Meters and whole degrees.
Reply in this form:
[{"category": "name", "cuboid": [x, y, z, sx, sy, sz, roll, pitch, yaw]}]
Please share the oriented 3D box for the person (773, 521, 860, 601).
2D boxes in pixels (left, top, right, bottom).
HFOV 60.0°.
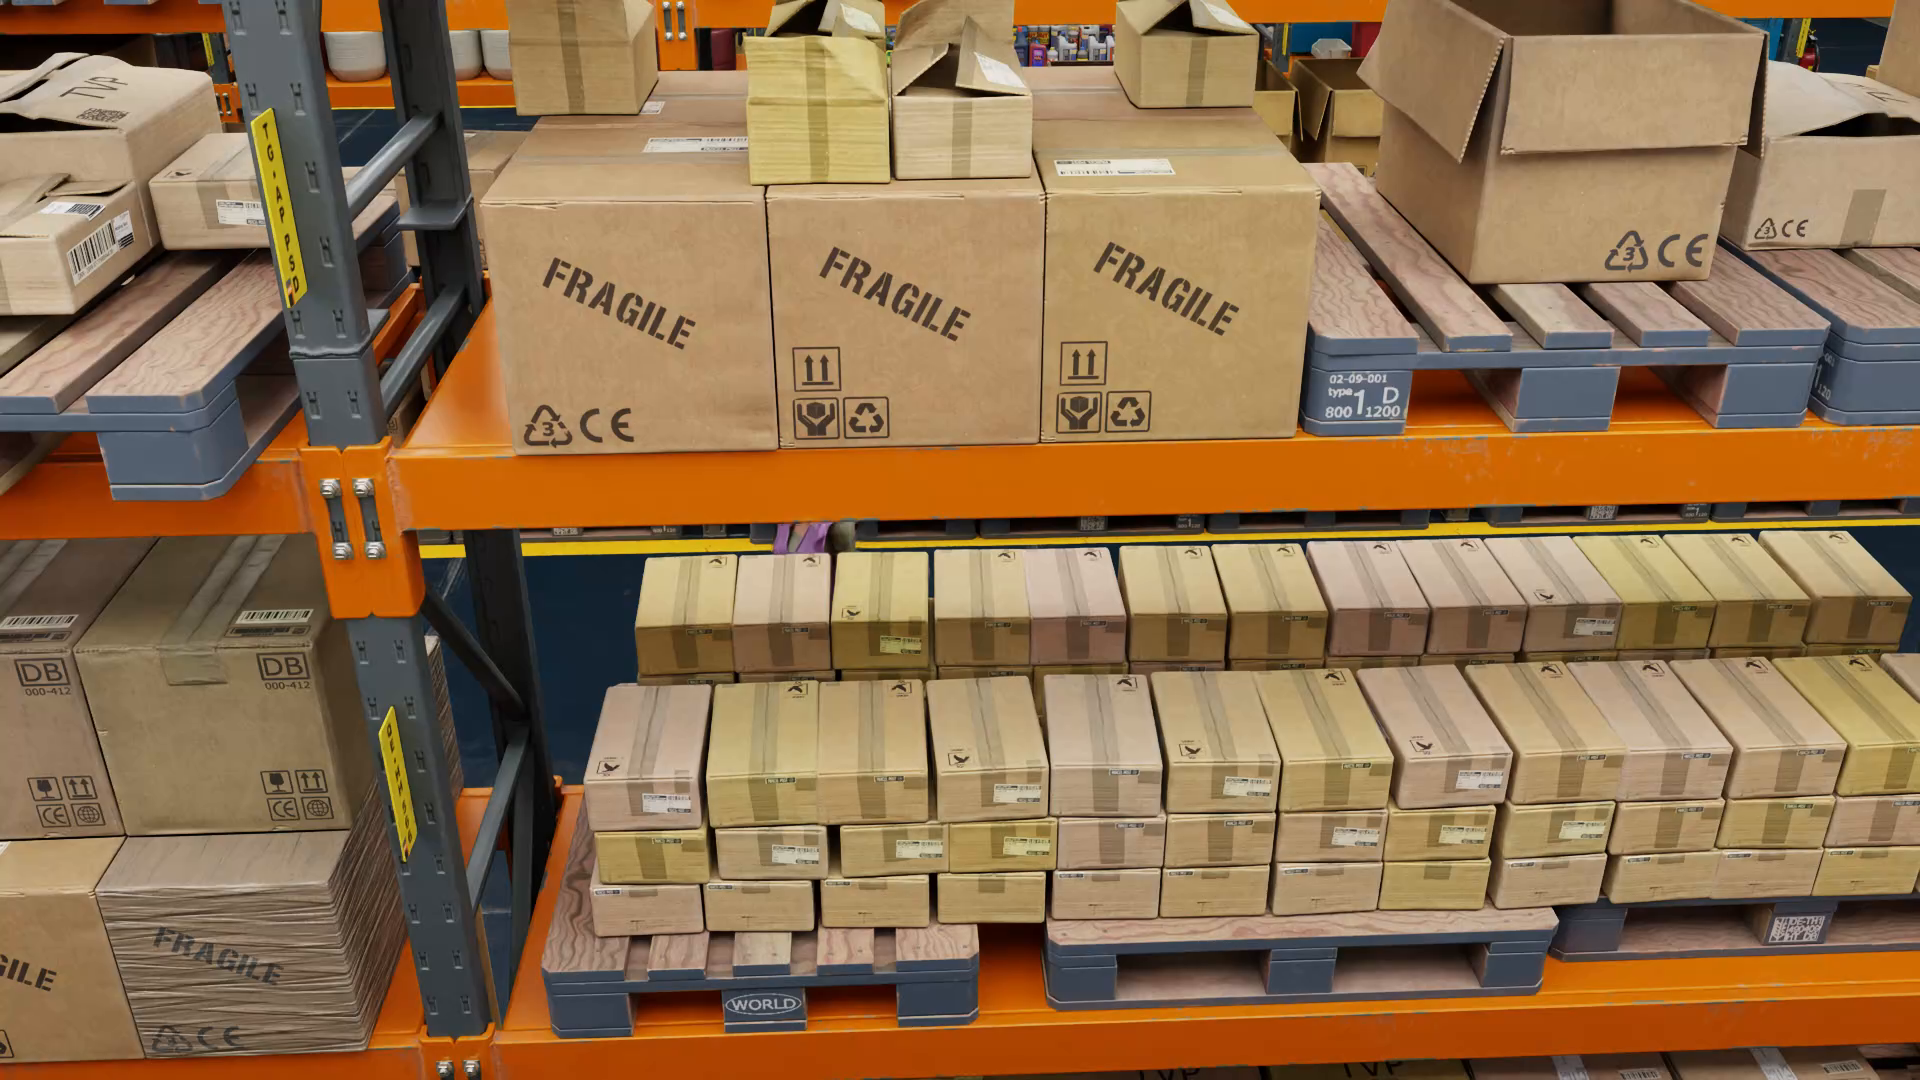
[{"category": "person", "cuboid": [-0.499, 0.316, 6.531, 0.383, 1.557, 0.928, 18, 33, 31]}]
